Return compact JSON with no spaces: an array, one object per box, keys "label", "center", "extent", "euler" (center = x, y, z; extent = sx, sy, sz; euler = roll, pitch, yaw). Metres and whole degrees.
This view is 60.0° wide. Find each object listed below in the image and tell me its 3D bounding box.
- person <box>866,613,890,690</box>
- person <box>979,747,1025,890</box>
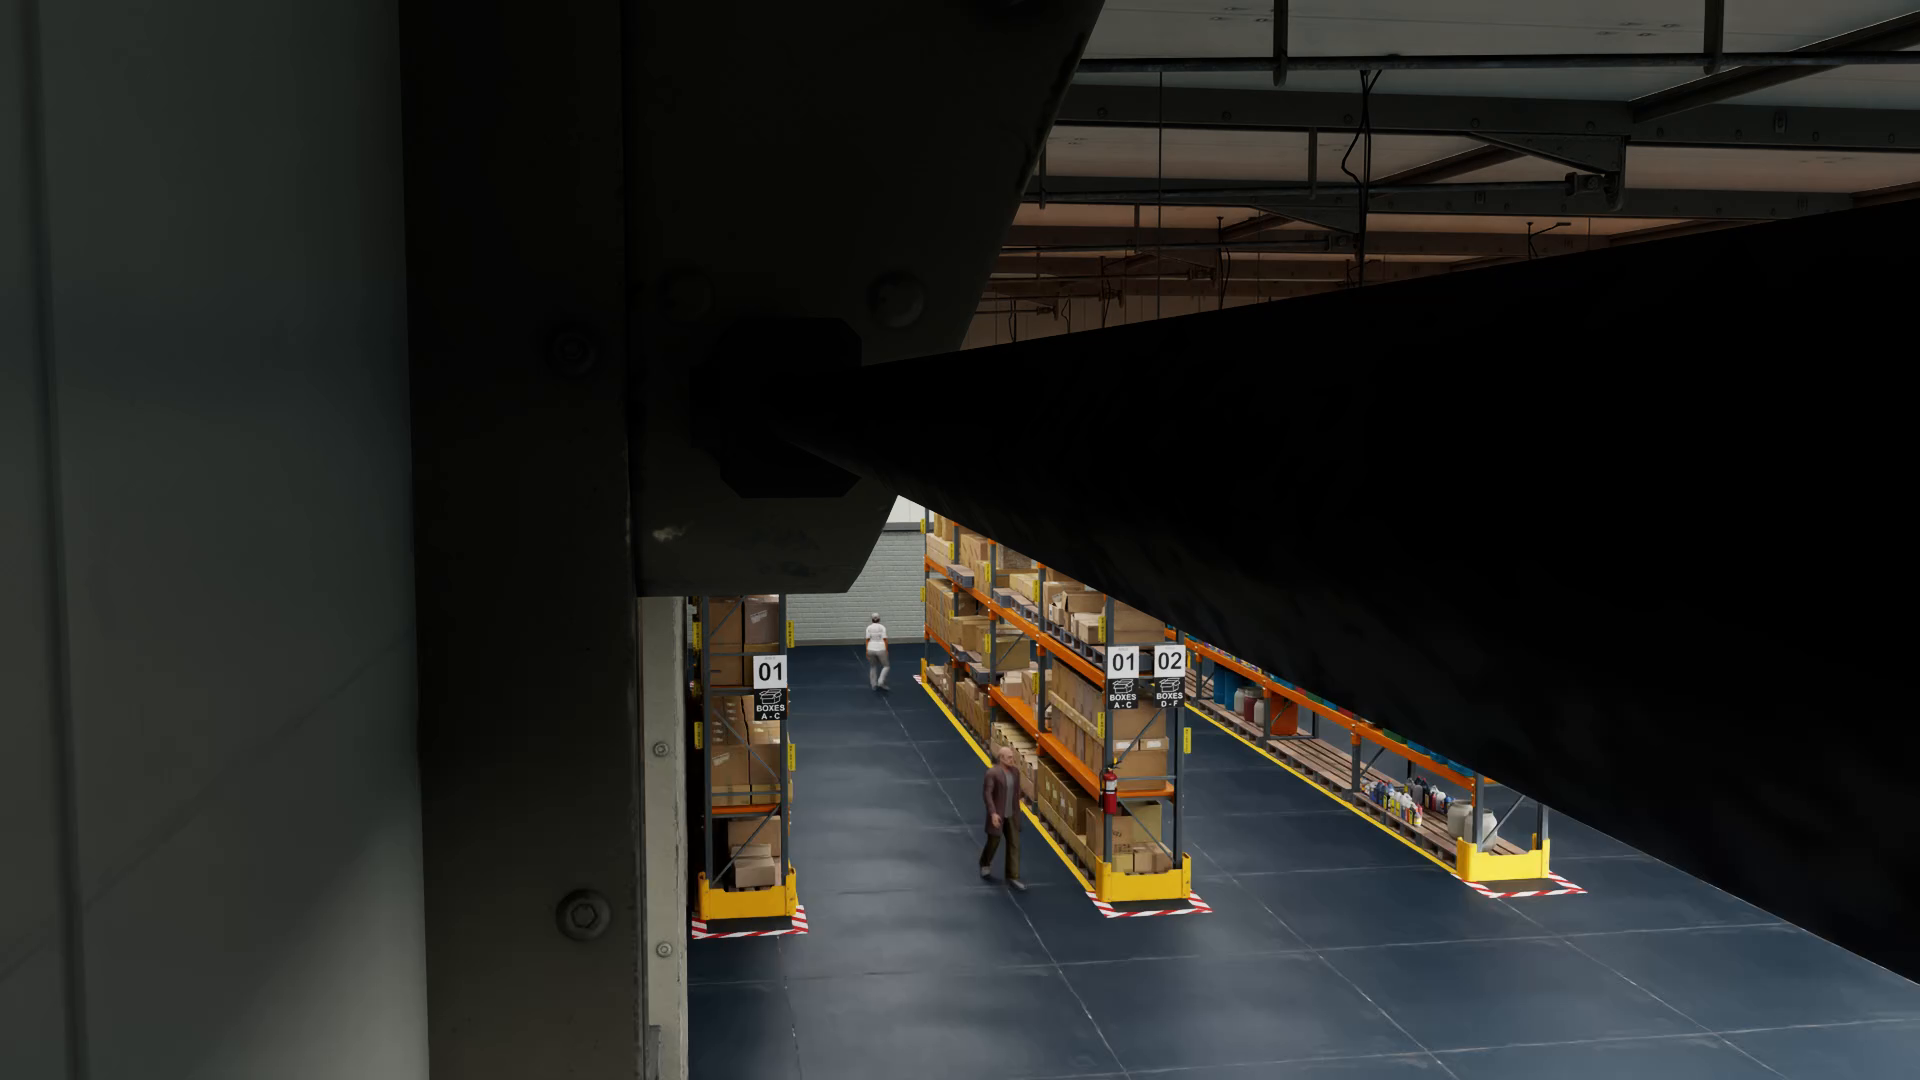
[{"label":"person","center":[-1.763,2.390,35.457],"extent":[0.523,1.661,0.499],"euler":[2,5,18]},{"label":"person","center":[0.581,3.567,21.552],"extent":[0.676,1.757,0.931],"euler":[-4,6,-36]}]
